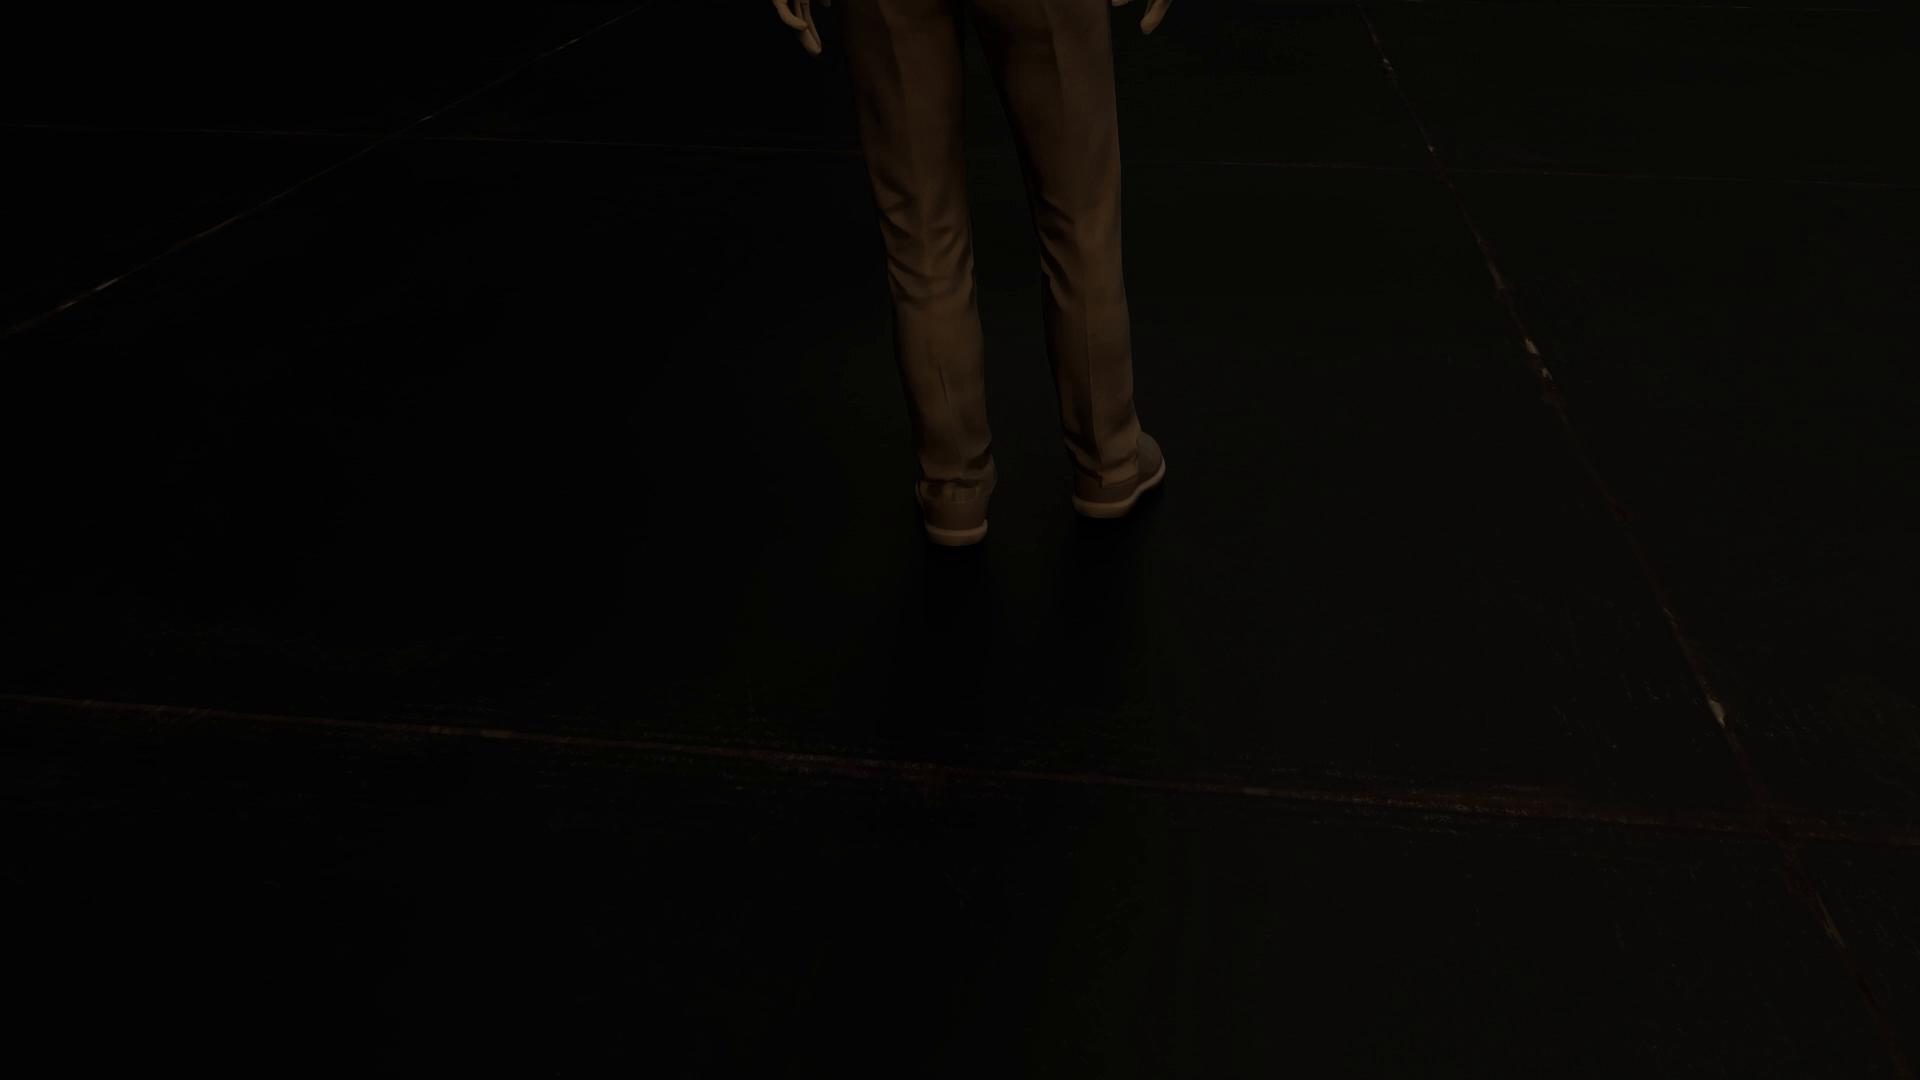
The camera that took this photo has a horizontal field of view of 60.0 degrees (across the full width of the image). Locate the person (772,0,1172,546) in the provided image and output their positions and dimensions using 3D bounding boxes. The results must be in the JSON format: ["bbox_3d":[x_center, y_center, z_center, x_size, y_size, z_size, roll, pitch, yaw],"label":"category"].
[{"bbox_3d":[0.016,-0.795,2.178,0.588,1.695,0.531,3,27,7],"label":"person"}]
